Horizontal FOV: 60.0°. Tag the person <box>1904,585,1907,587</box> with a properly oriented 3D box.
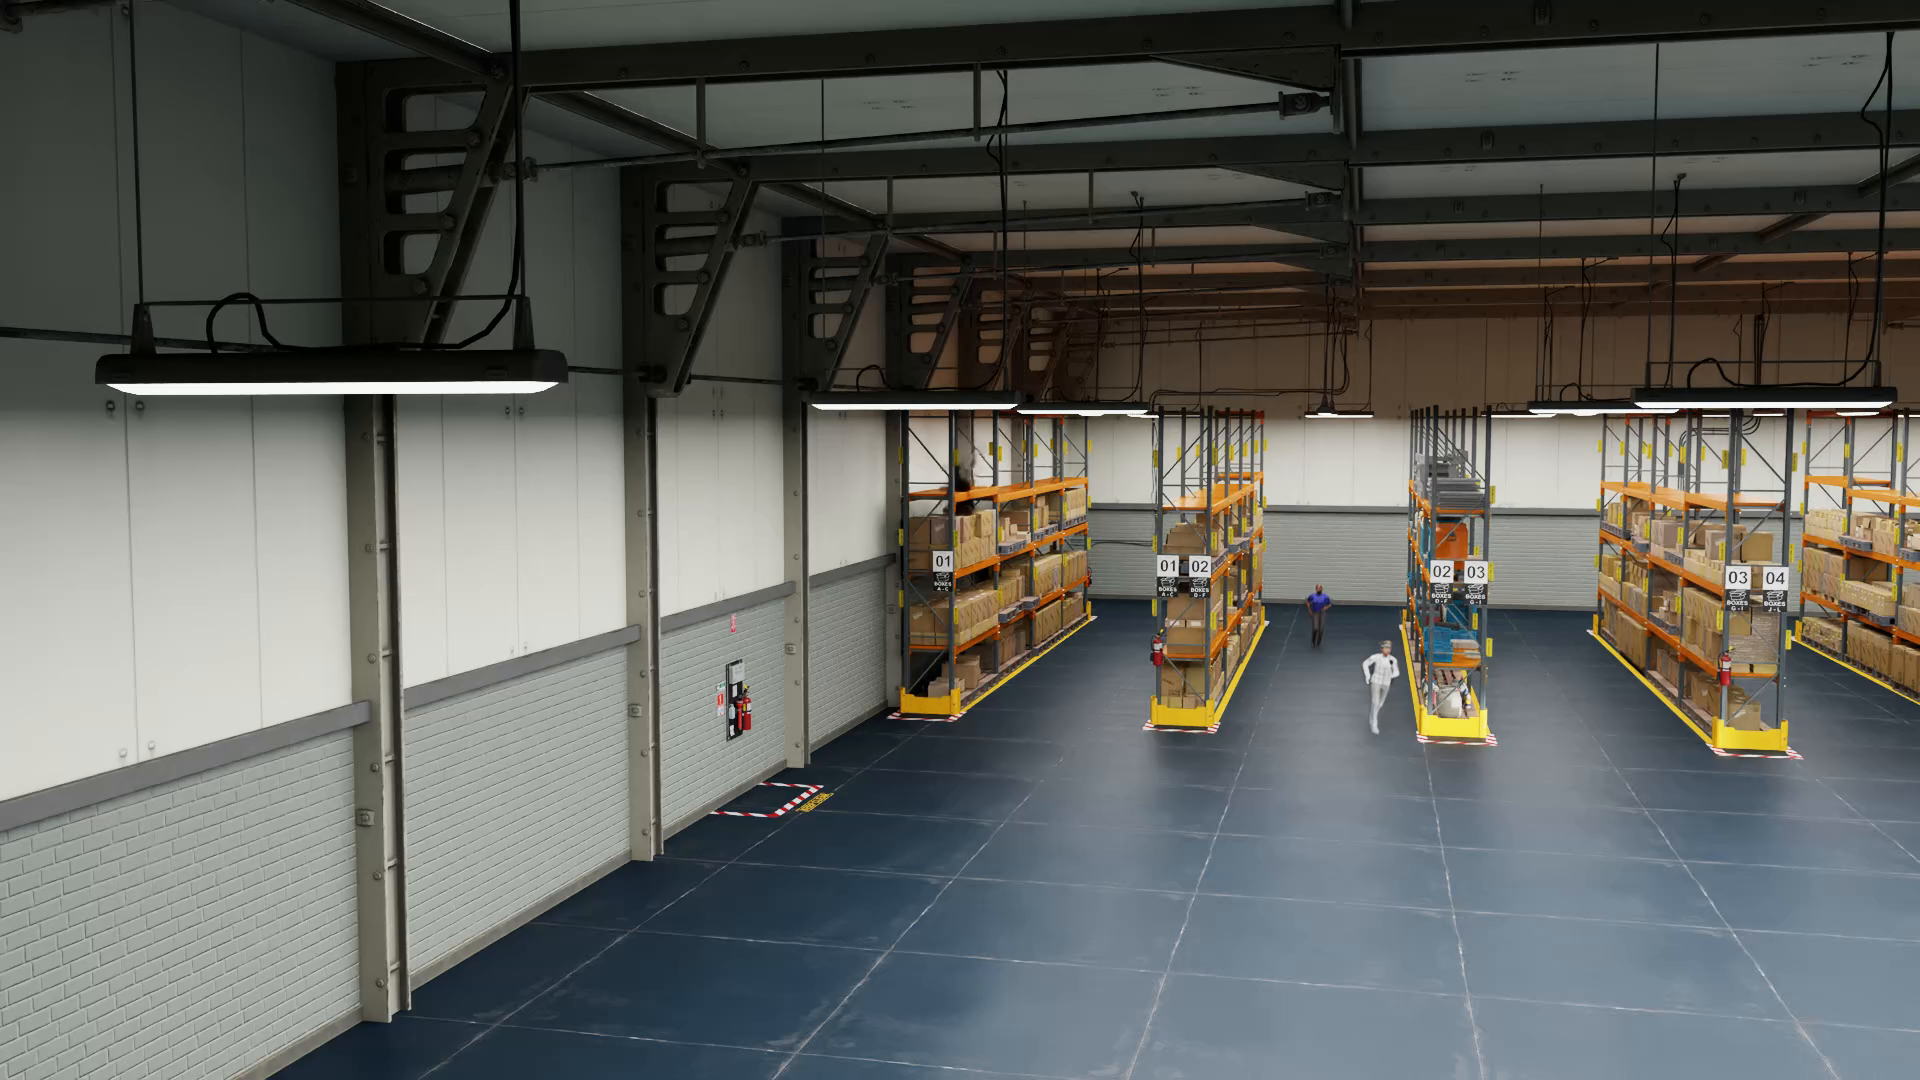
[{"bbox_3d":[23.313,1.945,40.964,0.664,1.675,0.654,1,4,12],"label":"person"}]

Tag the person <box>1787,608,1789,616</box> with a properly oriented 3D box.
[{"bbox_3d":[19.926,1.995,40.664,0.586,1.643,0.635,2,4,21],"label":"person"}]

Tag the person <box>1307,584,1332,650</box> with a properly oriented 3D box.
[{"bbox_3d":[8.973,1.927,41.542,0.614,1.667,0.619,1,4,9],"label":"person"}]

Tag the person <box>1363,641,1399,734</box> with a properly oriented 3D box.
[{"bbox_3d":[7.802,2.693,30.792,0.638,1.701,0.876,0,4,-1],"label":"person"}]
